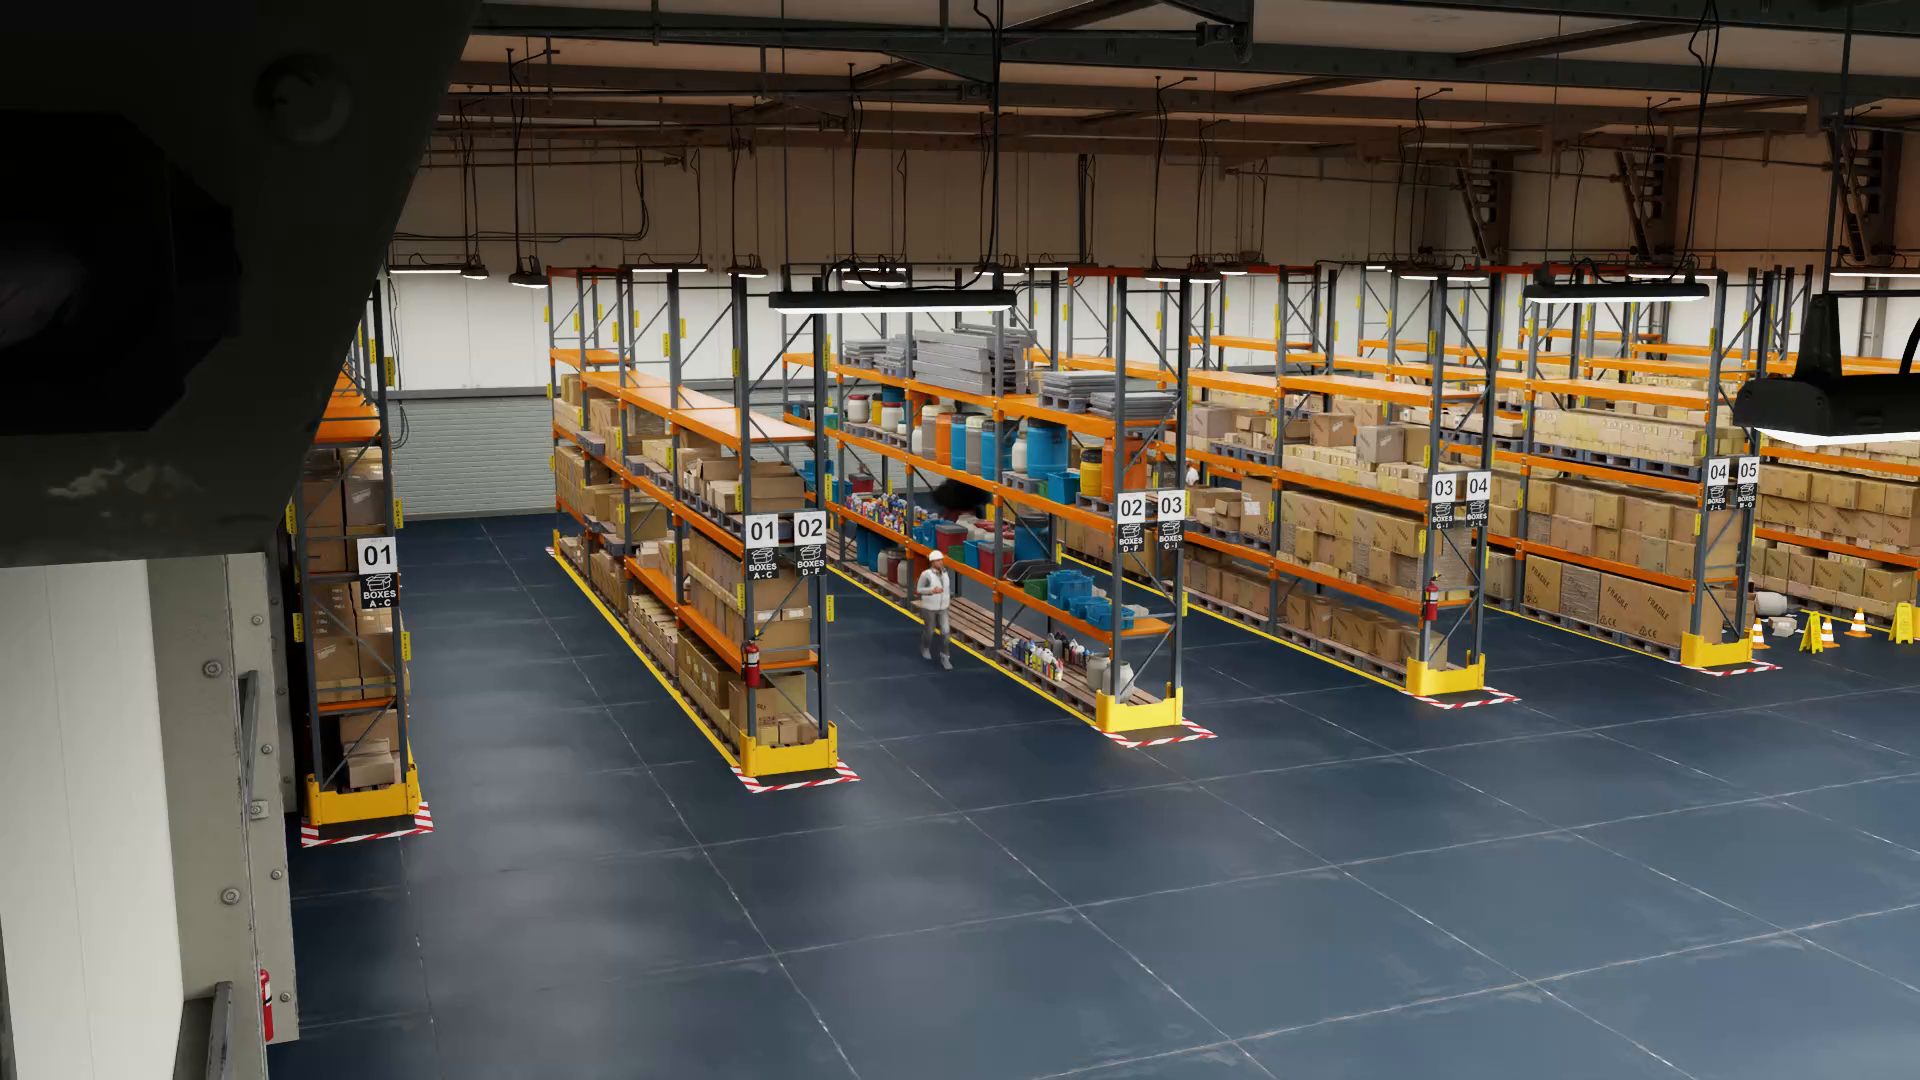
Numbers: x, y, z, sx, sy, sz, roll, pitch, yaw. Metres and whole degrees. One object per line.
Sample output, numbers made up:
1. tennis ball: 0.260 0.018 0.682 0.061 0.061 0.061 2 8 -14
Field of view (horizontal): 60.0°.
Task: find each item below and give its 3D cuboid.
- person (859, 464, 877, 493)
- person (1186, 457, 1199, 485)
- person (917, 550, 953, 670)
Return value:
1. person: -2.168 -0.960 37.744 0.629 1.520 0.597 6 11 29
2. person: 5.090 -1.028 37.460 0.679 1.766 0.695 -4 11 -23
3. person: -0.409 1.057 25.510 0.631 1.830 0.820 -5 11 -28
